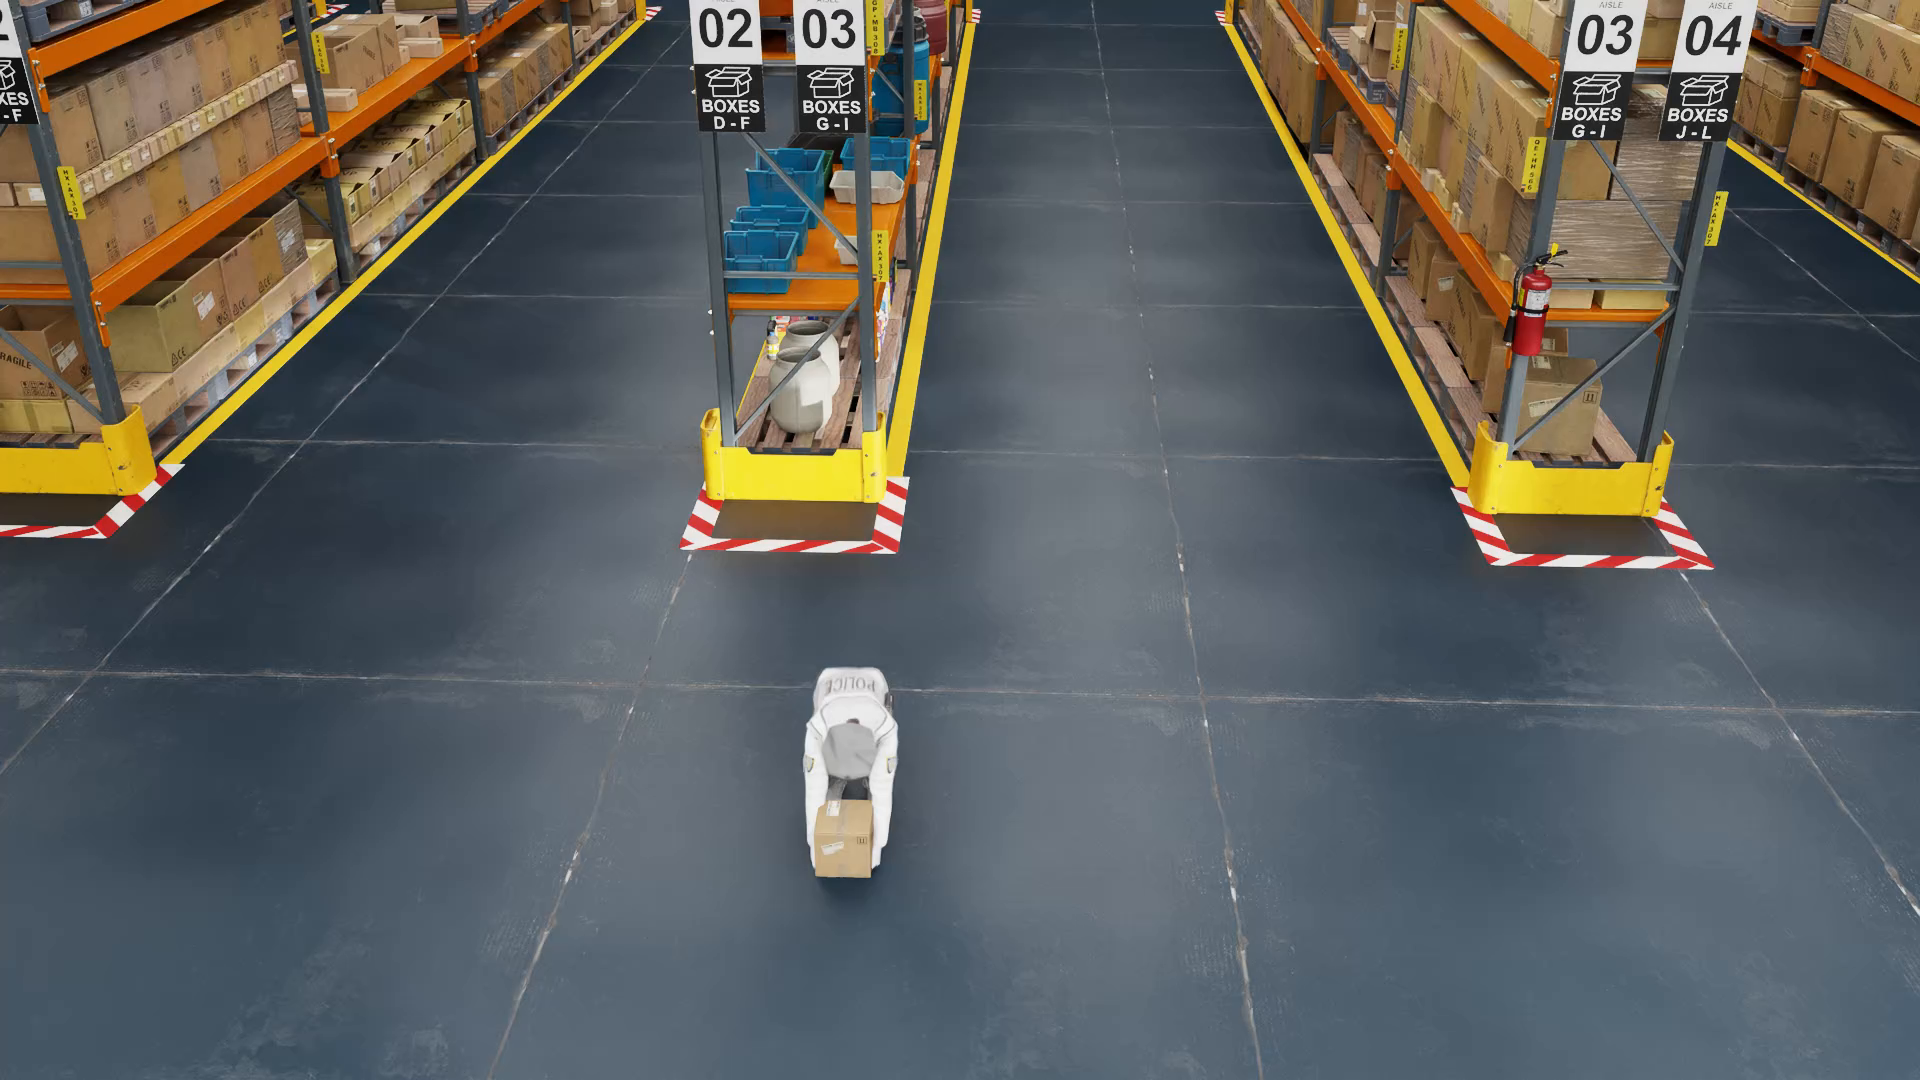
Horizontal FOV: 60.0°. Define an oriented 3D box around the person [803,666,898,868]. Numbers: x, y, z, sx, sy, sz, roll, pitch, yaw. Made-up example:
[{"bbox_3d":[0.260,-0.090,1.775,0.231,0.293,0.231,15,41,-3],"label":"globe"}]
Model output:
[{"bbox_3d":[-0.504,0.994,7.753,0.441,0.769,0.909,0,28,1],"label":"person"}]
